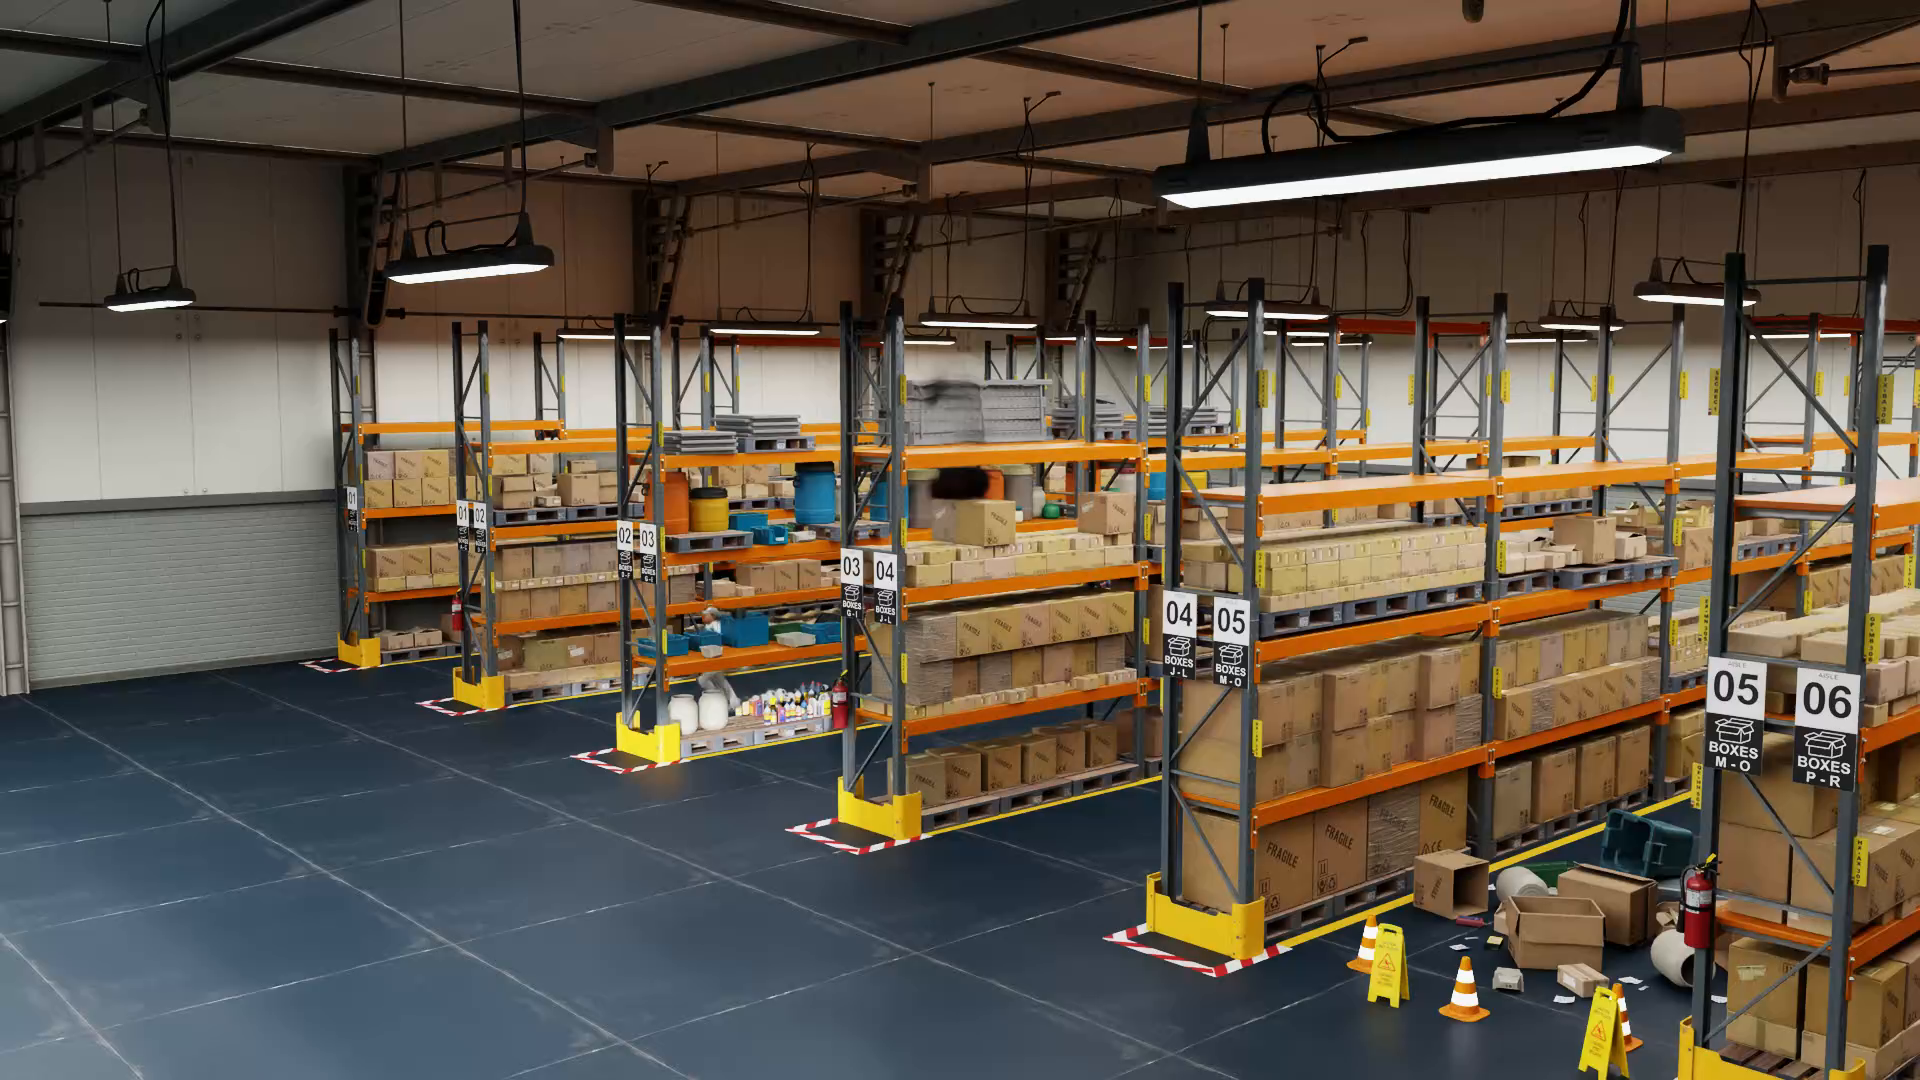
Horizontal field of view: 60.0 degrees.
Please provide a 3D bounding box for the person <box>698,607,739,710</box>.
[{"bbox_3d":[-3.713,1.838,25.334,0.832,1.649,0.615,-3,6,-29],"label":"person"}]
